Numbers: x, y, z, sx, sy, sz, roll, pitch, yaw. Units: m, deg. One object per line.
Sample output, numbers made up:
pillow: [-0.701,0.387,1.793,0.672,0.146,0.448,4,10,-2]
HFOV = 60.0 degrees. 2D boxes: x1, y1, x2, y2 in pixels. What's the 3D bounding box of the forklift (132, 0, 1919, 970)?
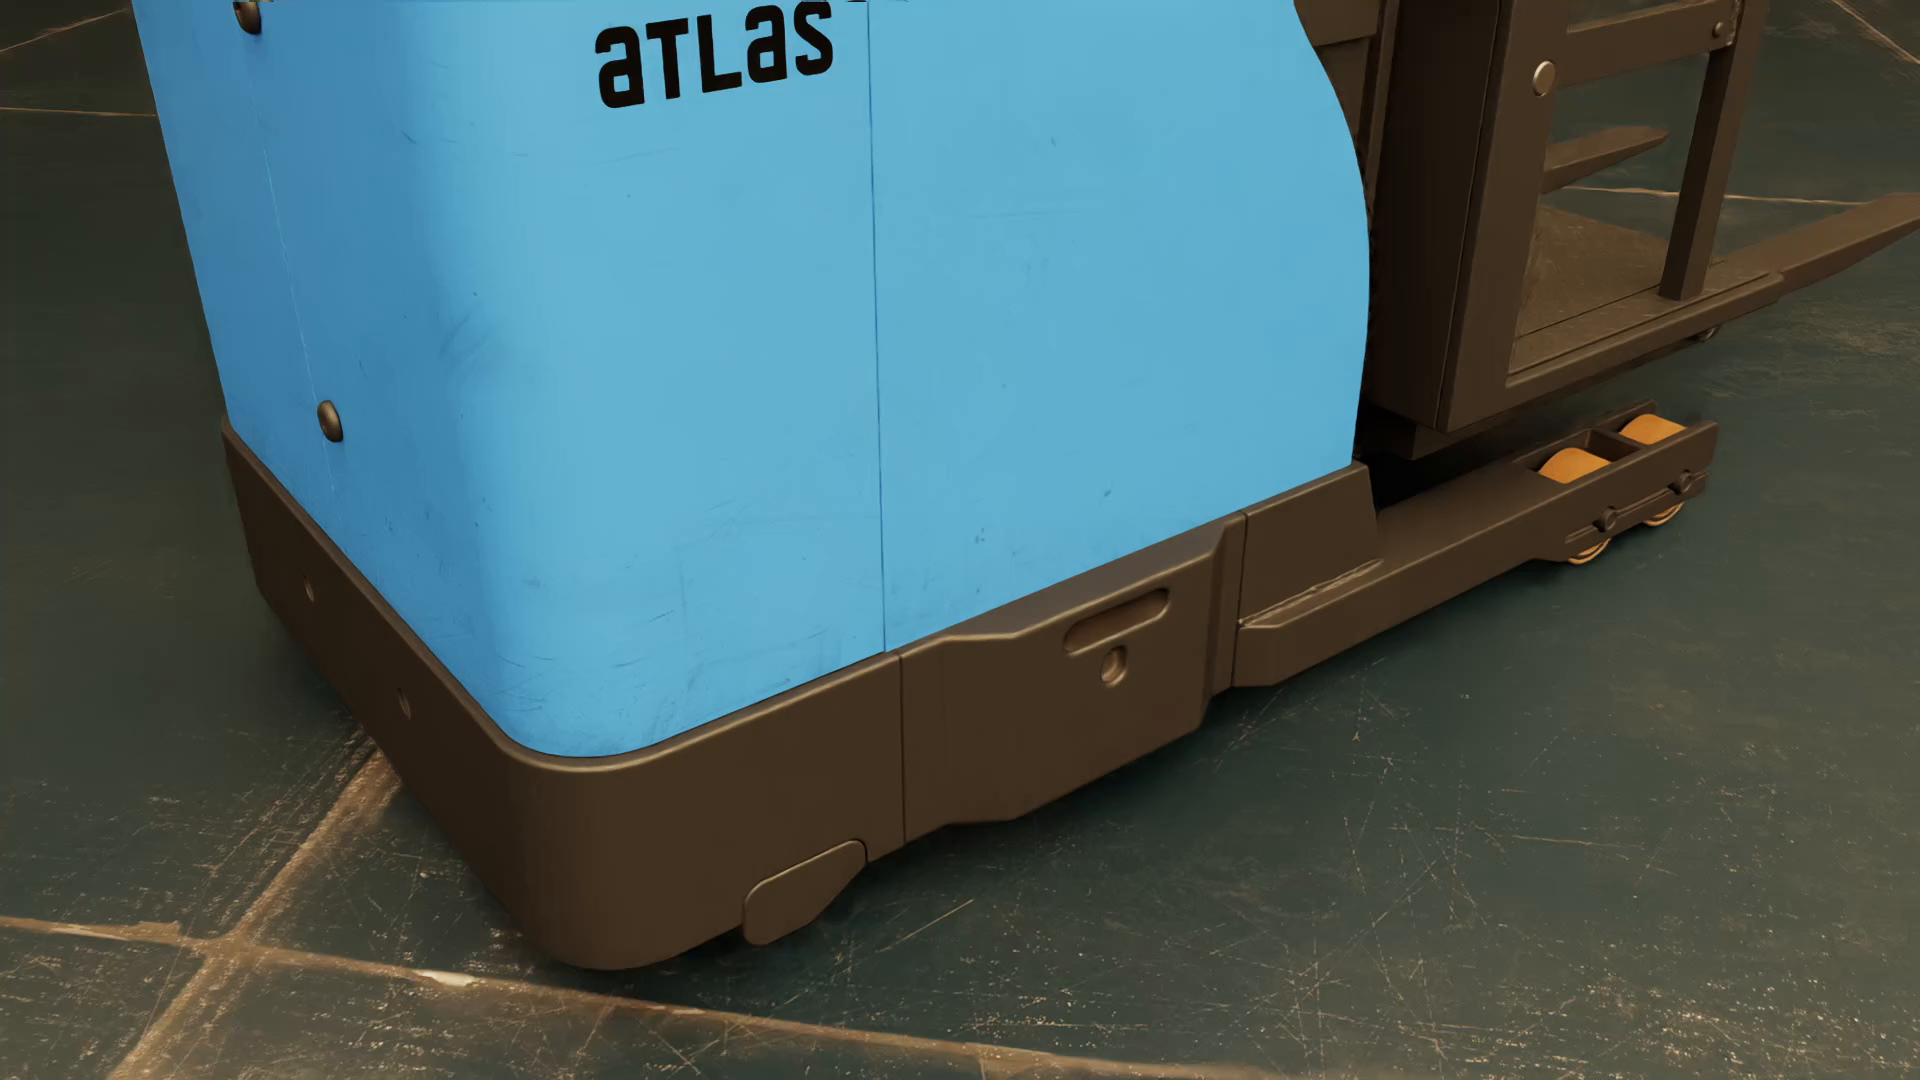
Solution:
forklift: [0.525,-1.431,2.057,3.031,2.935,1.130,-20,35,-32]
